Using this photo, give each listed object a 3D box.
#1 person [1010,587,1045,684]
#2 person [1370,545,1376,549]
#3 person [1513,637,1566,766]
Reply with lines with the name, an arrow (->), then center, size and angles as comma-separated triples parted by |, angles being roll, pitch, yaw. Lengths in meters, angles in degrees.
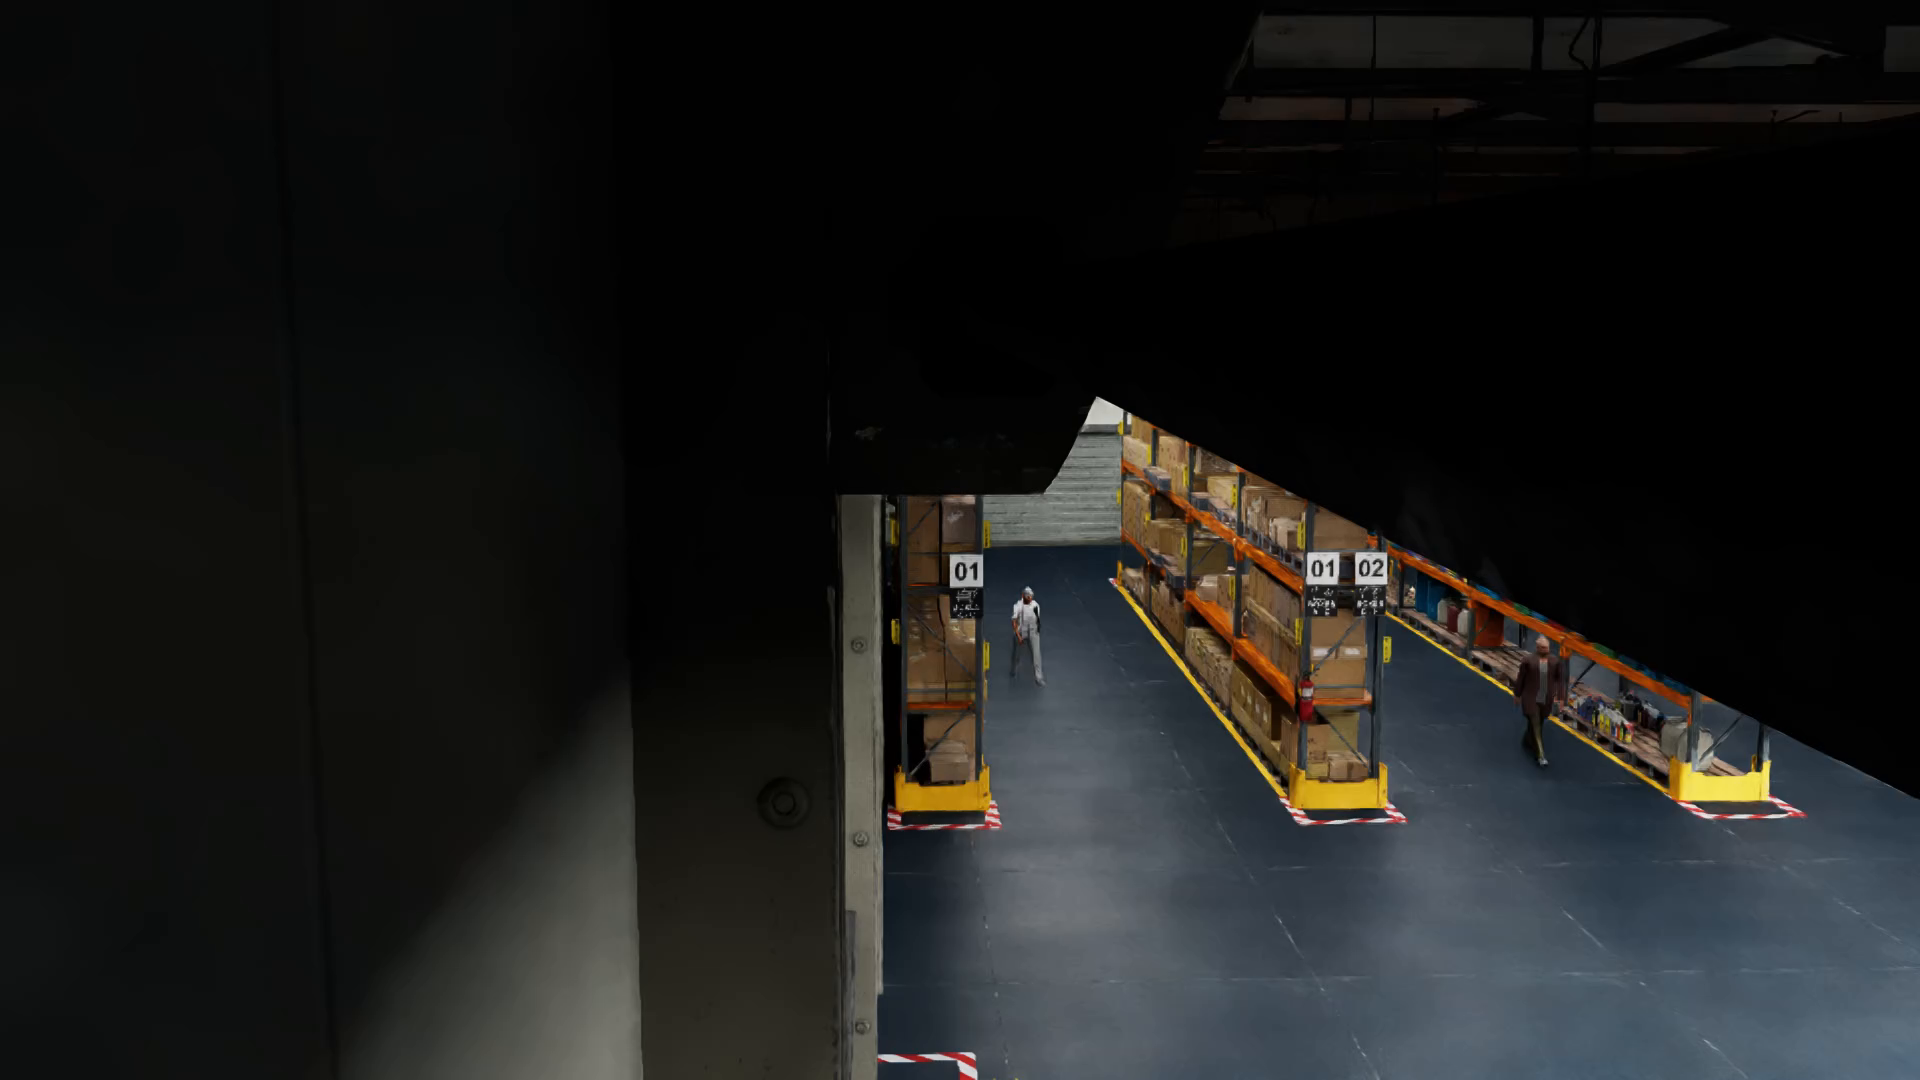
person -> 1.080, 1.532, 27.209 | 0.505, 1.580, 1.063 | -2, 9, -12
person -> 9.968, -0.467, 40.341 | 0.729, 1.733, 0.546 | -1, 8, -4
person -> 7.893, 2.253, 22.612 | 0.603, 1.528, 1.111 | 0, 8, -3
